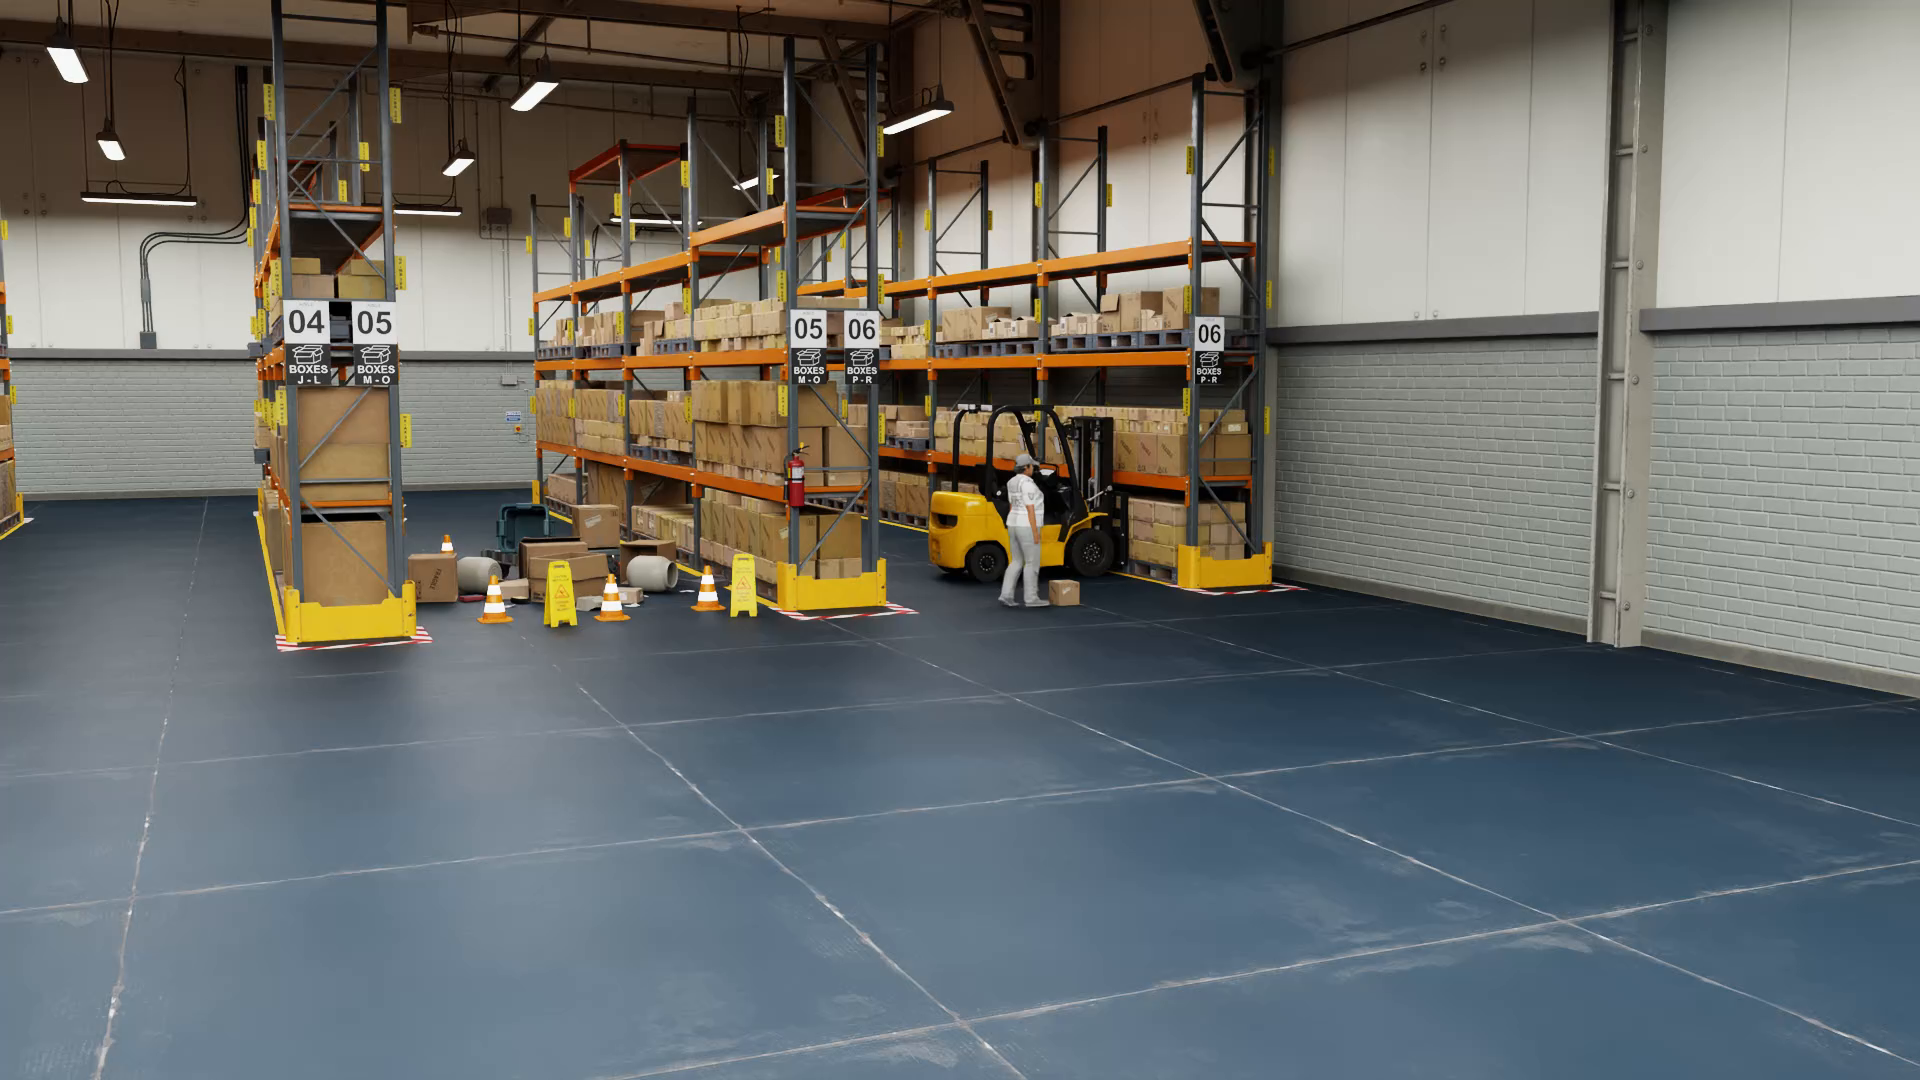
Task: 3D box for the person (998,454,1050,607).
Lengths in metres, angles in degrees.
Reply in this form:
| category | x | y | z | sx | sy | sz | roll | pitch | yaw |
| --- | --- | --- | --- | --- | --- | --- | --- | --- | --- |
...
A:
| category | x | y | z | sx | sy | sz | roll | pitch | yaw |
| --- | --- | --- | --- | --- | --- | --- | --- | --- | --- |
| person | 0.710 | -0.082 | 18.061 | 0.507 | 1.707 | 0.480 | -2 | 6 | -23 |
